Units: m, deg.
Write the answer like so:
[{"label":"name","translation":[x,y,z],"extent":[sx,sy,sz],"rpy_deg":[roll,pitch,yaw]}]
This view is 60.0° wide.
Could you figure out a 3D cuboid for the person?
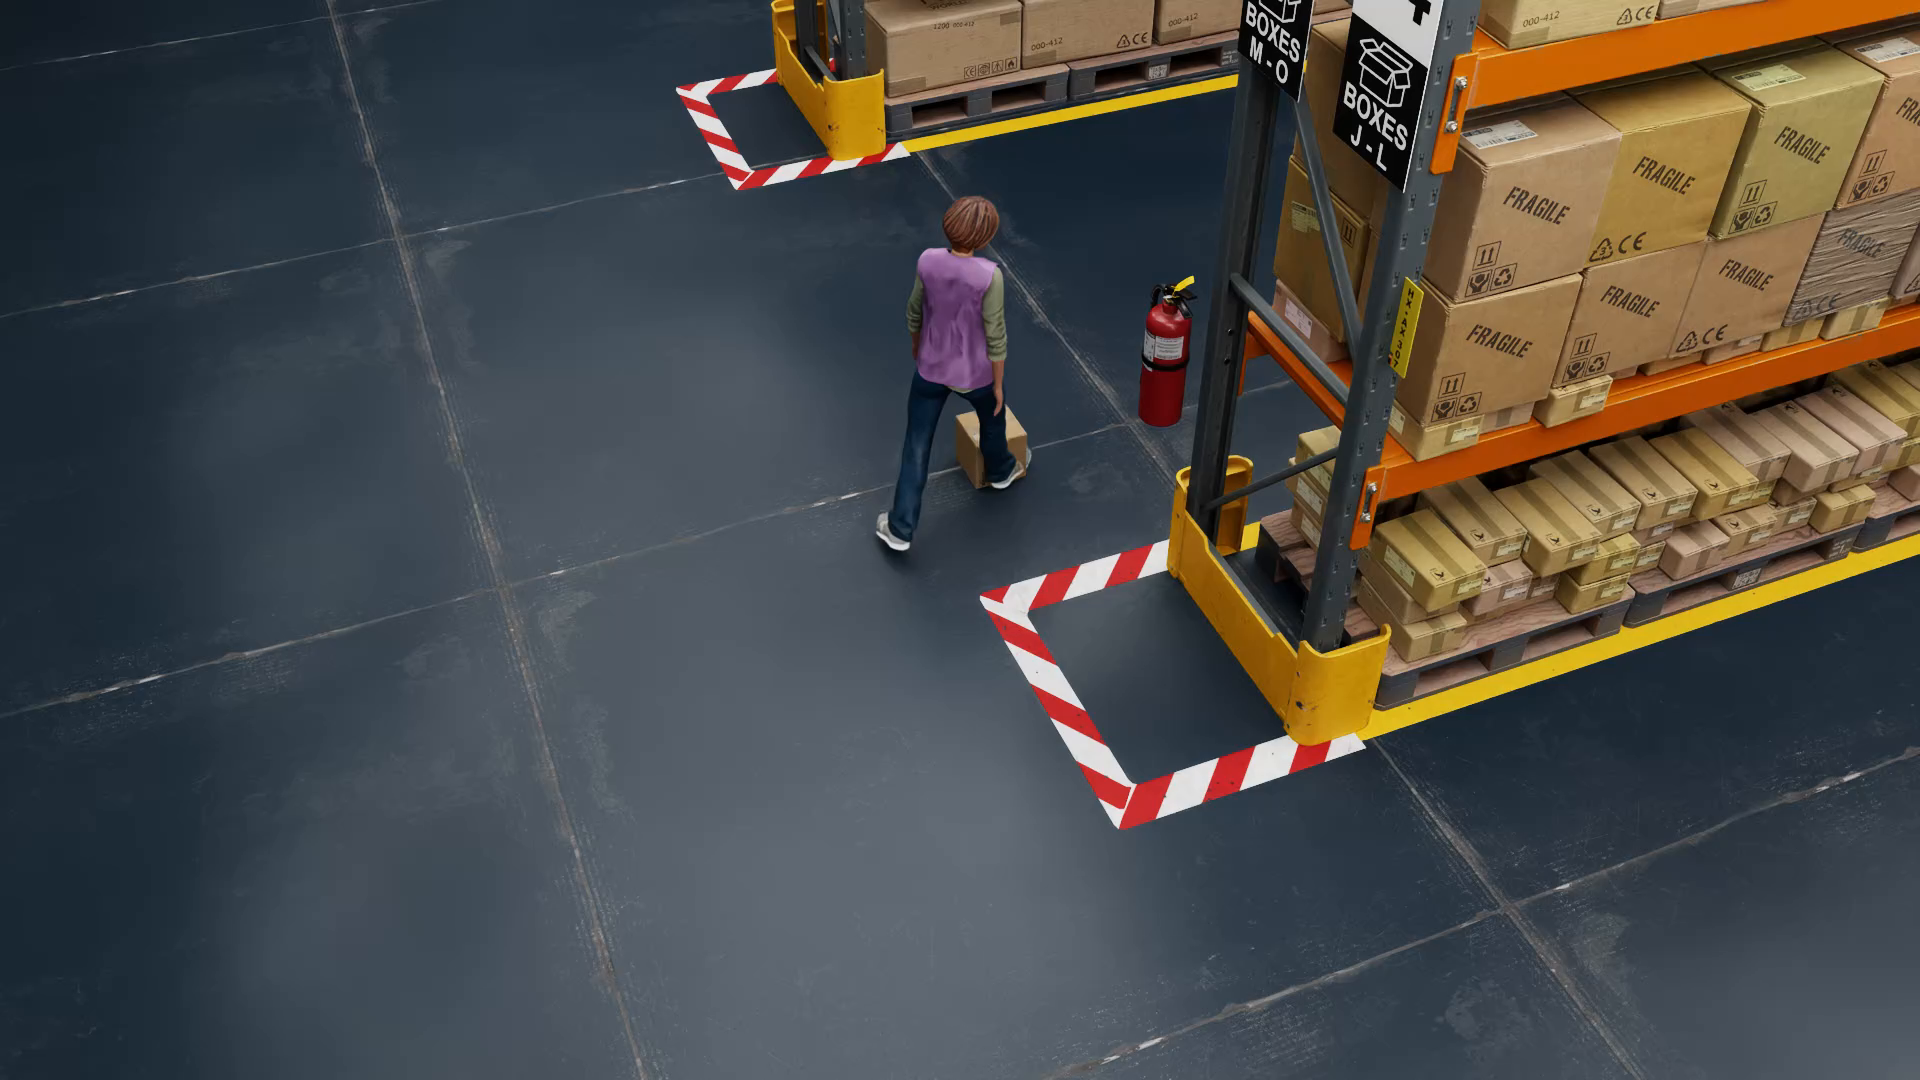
[{"label":"person","translation":[-0.041,-0.723,6.971],"extent":[0.551,1.540,0.846],"rpy_deg":[11,43,12]}]
